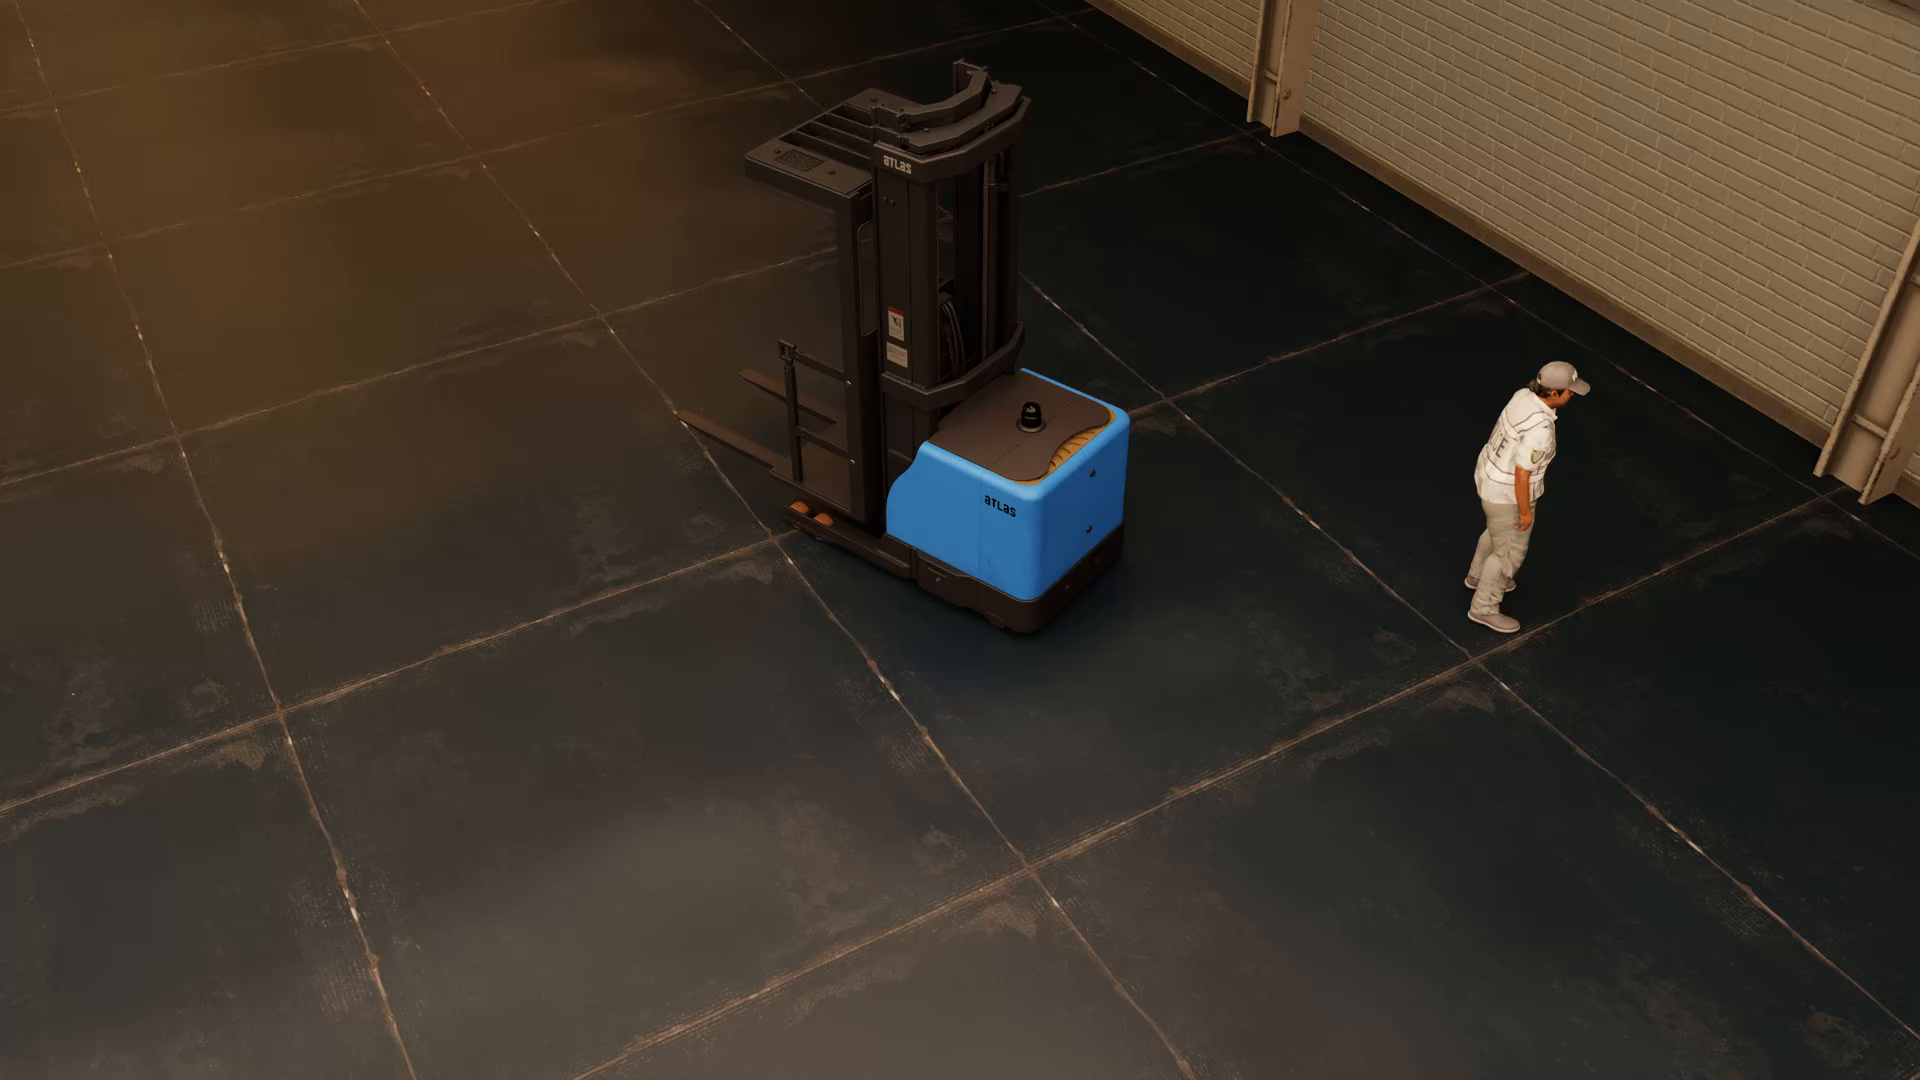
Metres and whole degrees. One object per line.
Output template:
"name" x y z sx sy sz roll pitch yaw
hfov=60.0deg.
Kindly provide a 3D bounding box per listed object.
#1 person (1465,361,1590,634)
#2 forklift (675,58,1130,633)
"person" 3.144 -0.279 9.365 0.468 1.666 0.564 5 40 6
"forklift" -0.481 -1.366 9.683 3.031 2.935 1.130 26 46 28
